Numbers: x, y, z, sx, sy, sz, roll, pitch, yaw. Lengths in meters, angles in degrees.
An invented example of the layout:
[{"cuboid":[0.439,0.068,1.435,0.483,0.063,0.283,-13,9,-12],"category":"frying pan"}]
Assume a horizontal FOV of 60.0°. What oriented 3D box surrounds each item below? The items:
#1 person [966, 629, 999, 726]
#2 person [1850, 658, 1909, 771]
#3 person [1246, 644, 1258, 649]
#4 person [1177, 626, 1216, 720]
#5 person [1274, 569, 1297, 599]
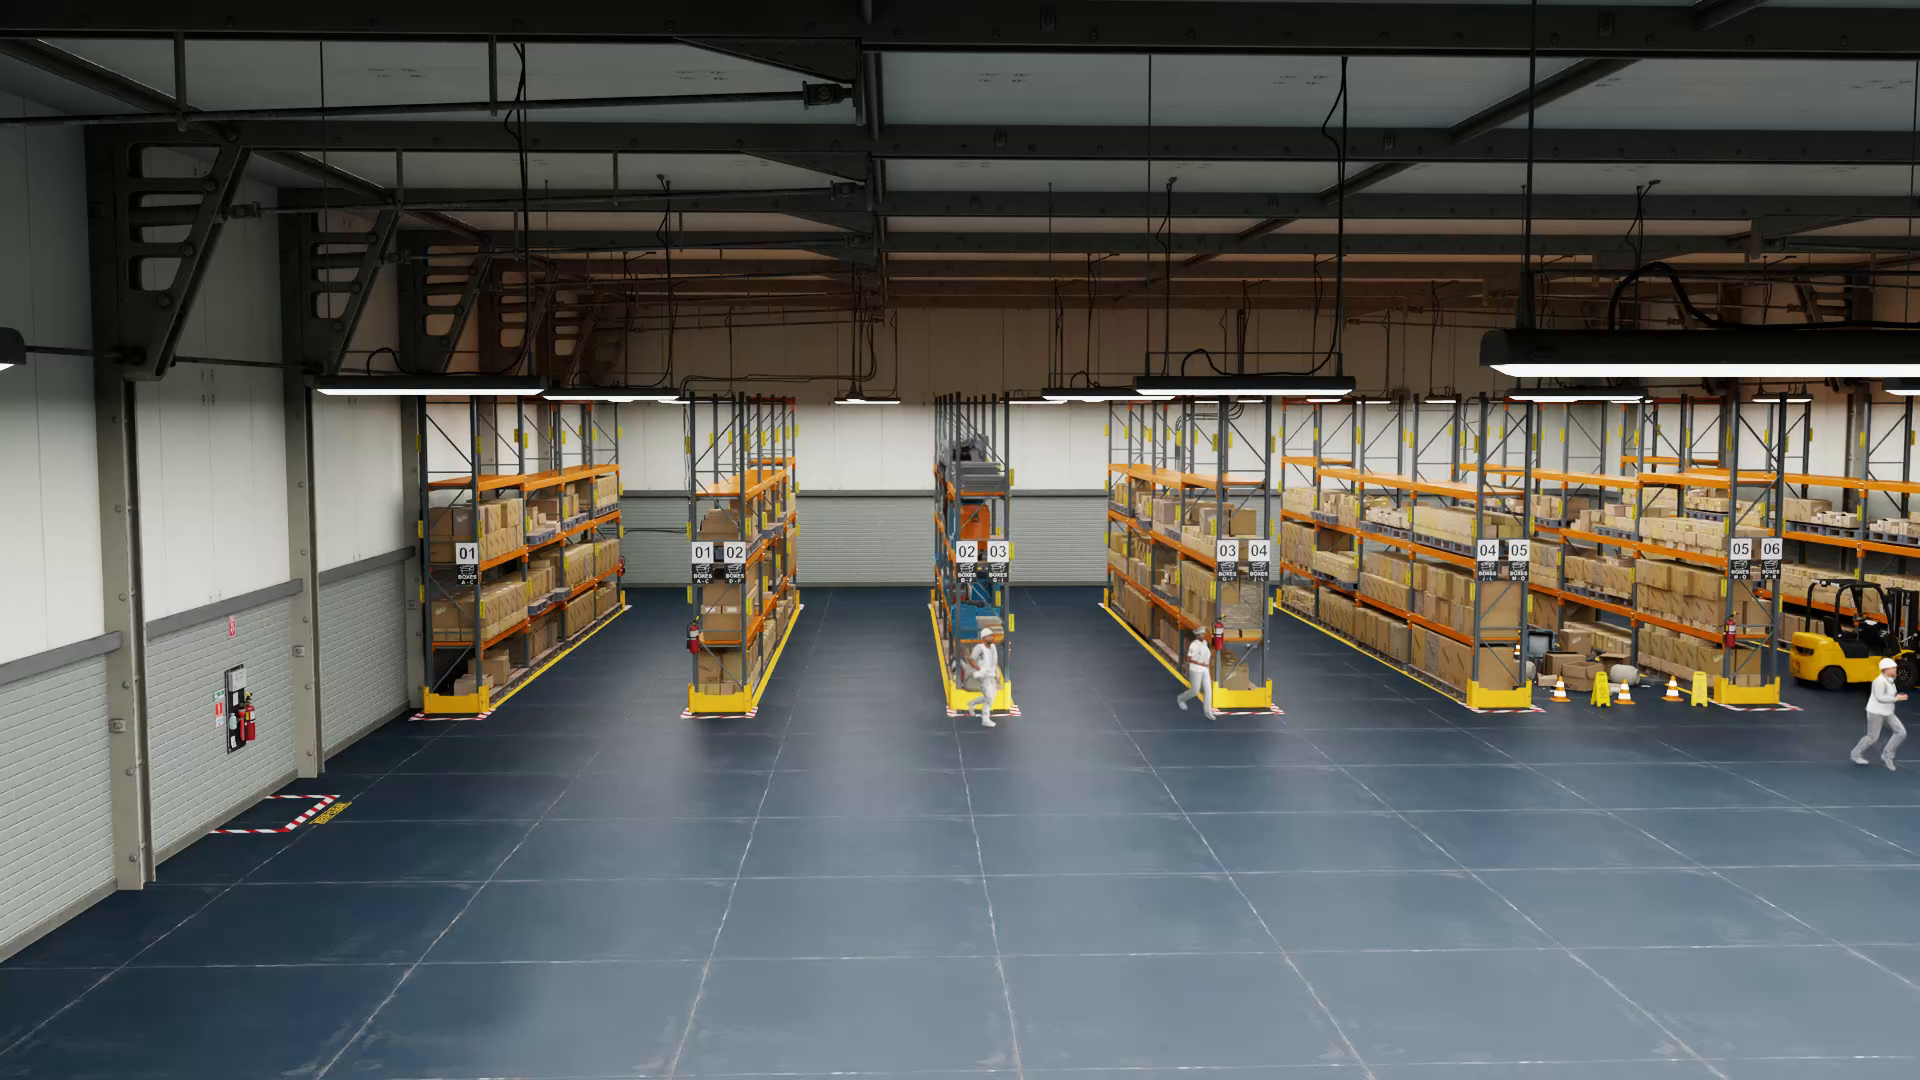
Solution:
[{"cuboid":[0.412,2.462,30.073,0.695,1.745,0.726,3,6,35],"category":"person"},{"cuboid":[14.526,2.744,26.243,0.680,1.786,0.826,-4,6,-41],"category":"person"},{"cuboid":[6.935,1.752,39.354,0.583,1.683,0.676,0,5,-2],"category":"person"},{"cuboid":[4.396,2.432,30.692,0.595,1.716,0.890,-4,6,-41],"category":"person"},{"cuboid":[9.668,1.007,48.995,0.858,1.531,0.596,2,5,22],"category":"person"}]
